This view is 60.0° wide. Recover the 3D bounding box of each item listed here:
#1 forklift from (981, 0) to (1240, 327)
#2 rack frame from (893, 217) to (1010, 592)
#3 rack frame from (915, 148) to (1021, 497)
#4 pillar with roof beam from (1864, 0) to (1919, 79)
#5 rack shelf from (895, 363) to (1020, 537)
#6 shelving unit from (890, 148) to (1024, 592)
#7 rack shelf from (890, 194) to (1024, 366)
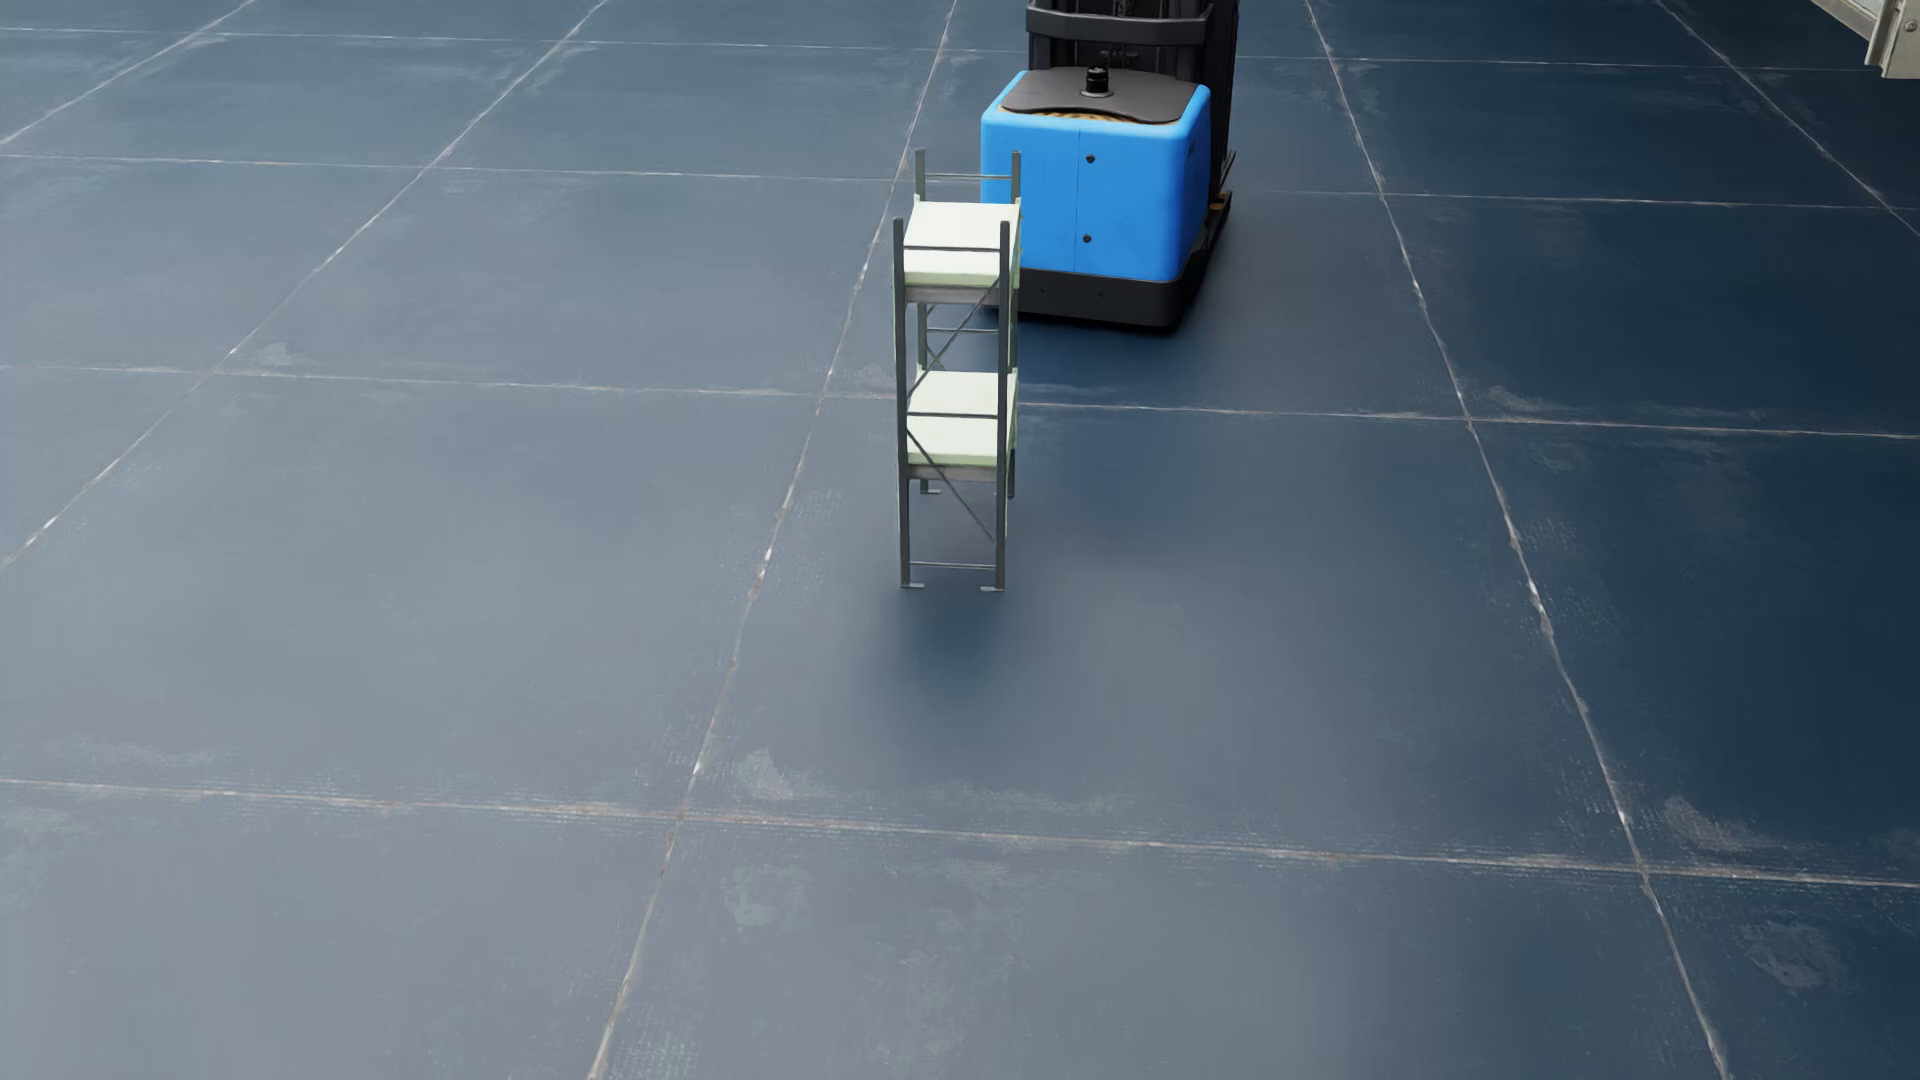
[{"bbox_3d":[0.977,-3.082,8.958,1.130,2.935,3.031,8,33,13],"label":"forklift"},{"bbox_3d":[-0.029,-0.451,6.052,0.400,1.500,0.023,2,32,4],"label":"rack frame"},{"bbox_3d":[0.030,-0.833,6.673,0.400,1.500,0.023,2,32,4],"label":"rack frame"},{"bbox_3d":[2.709,-7.526,10.385,9.100,9.000,0.400,2,32,4],"label":"pillar with roof beam"},{"bbox_3d":[0.001,-0.364,6.533,0.431,0.370,0.720,2,32,4],"label":"rack shelf"},{"bbox_3d":[0.001,-0.642,6.362,0.431,1.500,0.755,2,32,4],"label":"shelving unit"},{"bbox_3d":[0.001,-0.974,6.157,0.431,0.370,0.720,2,32,4],"label":"rack shelf"}]
